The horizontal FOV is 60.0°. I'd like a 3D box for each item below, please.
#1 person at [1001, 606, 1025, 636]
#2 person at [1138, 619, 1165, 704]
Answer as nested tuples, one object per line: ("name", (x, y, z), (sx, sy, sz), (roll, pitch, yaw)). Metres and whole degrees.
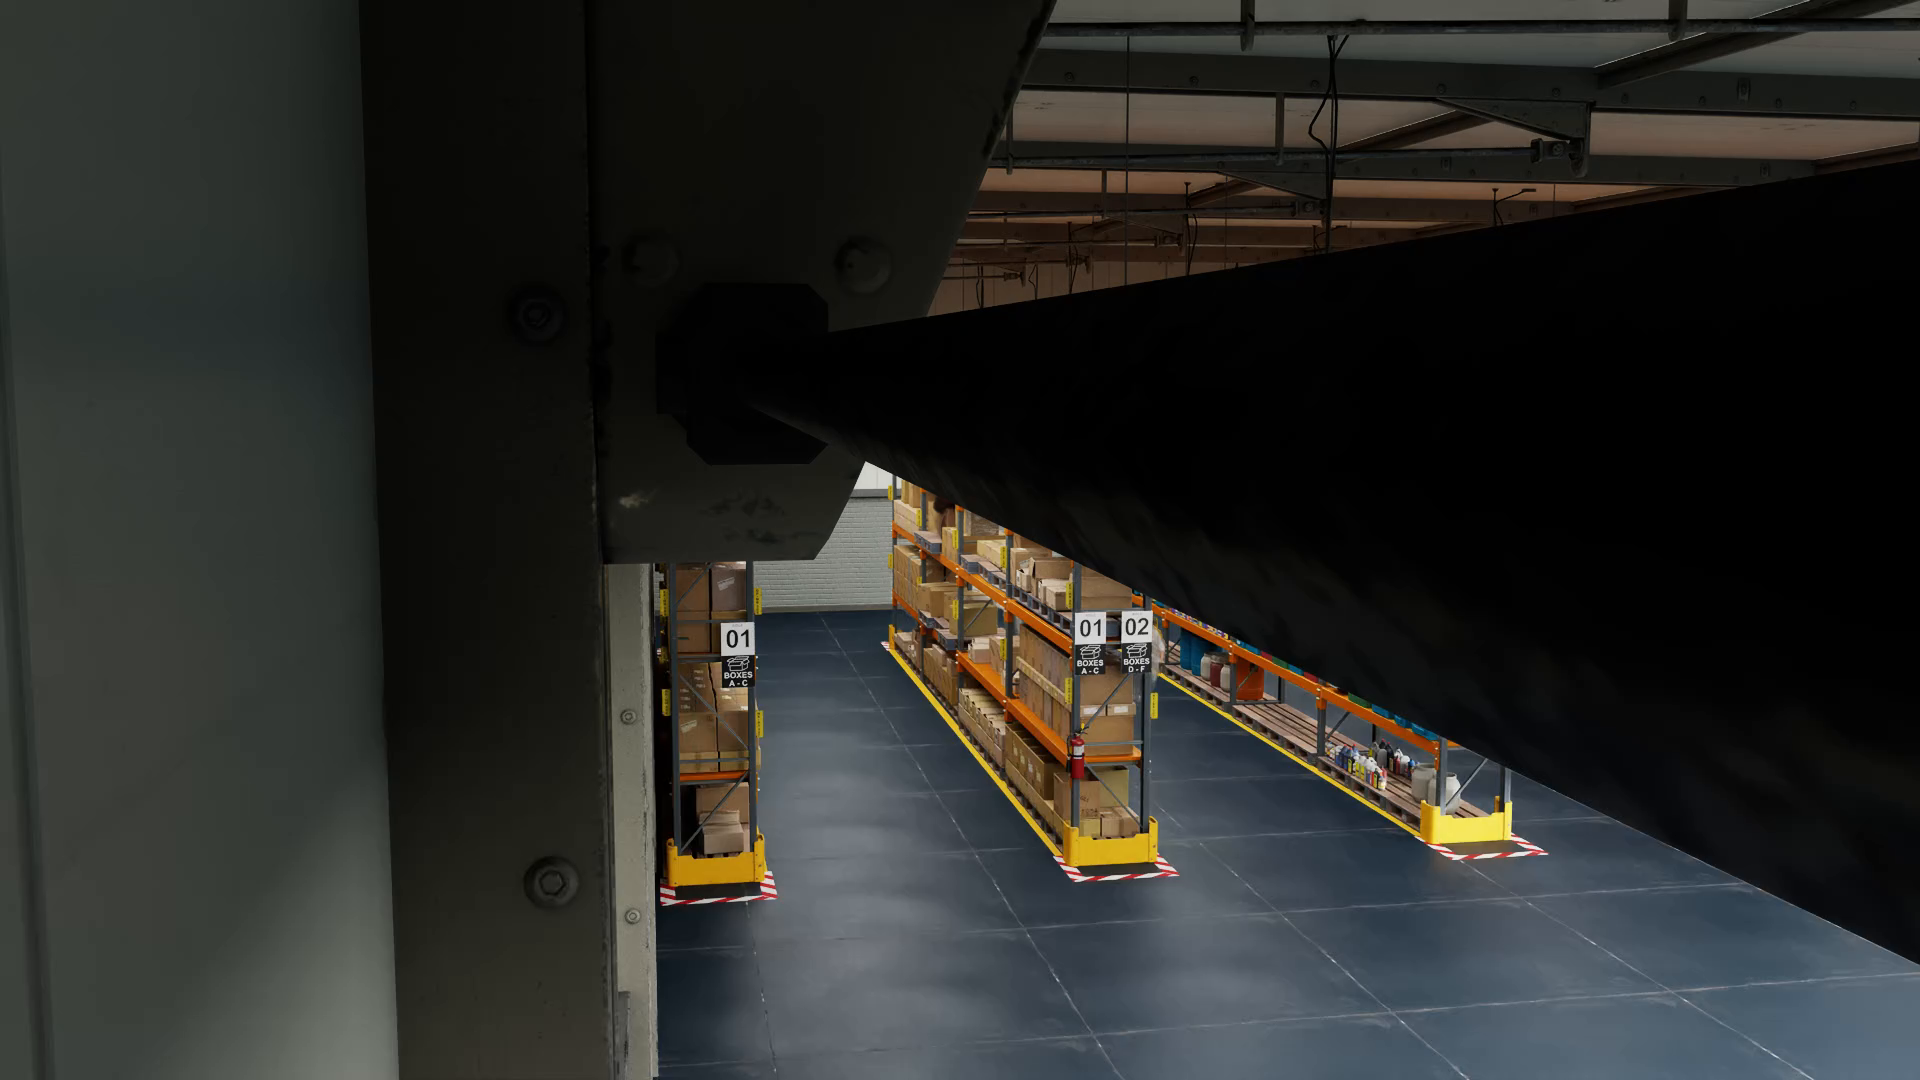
("person", (1.181, 1.664, 35.245), (0.638, 1.709, 0.930), (-2, 7, -22))
("person", (3.309, 2.137, 28.958), (0.554, 1.580, 0.495), (-2, 6, -16))
